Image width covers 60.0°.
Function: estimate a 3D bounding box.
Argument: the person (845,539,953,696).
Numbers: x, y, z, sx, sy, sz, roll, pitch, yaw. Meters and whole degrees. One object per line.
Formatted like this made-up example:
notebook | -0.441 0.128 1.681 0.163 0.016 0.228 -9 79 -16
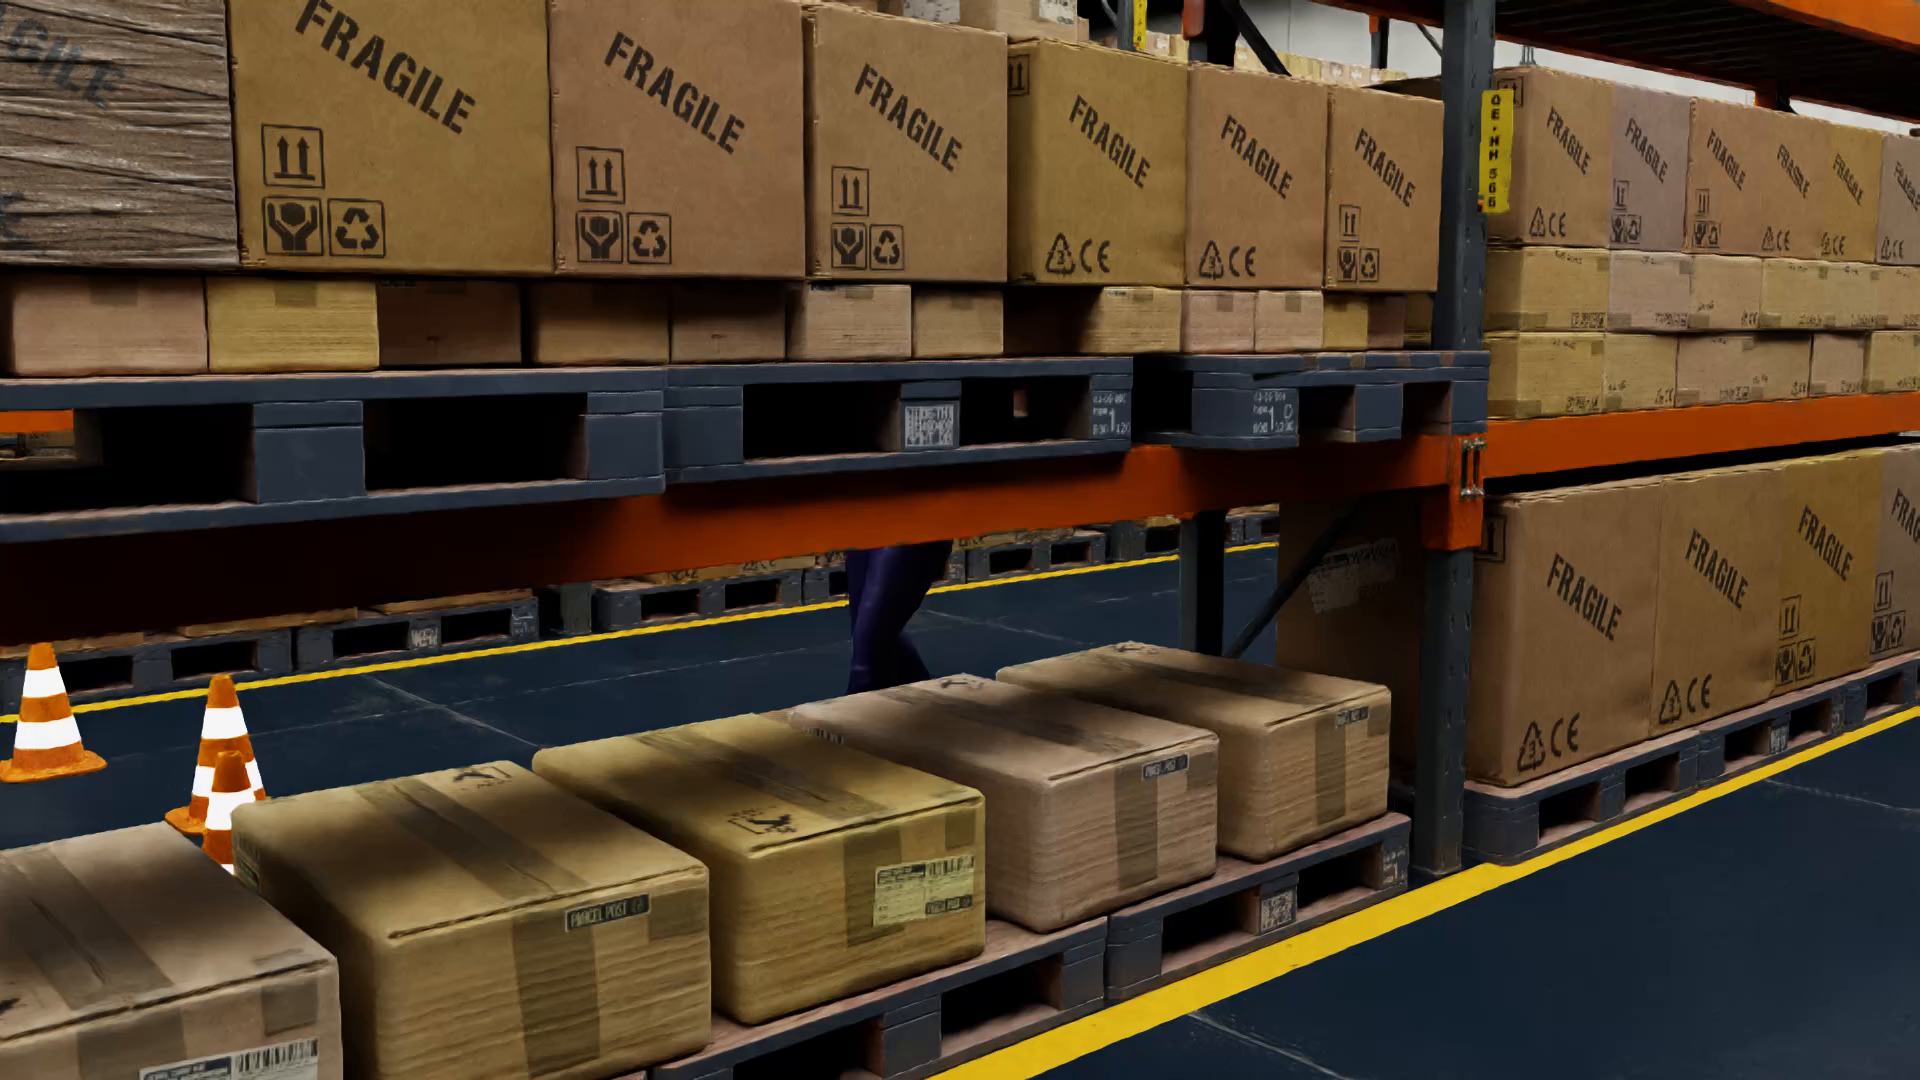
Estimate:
person | -0.293 0.008 5.890 0.799 1.638 0.566 -7 10 -41
